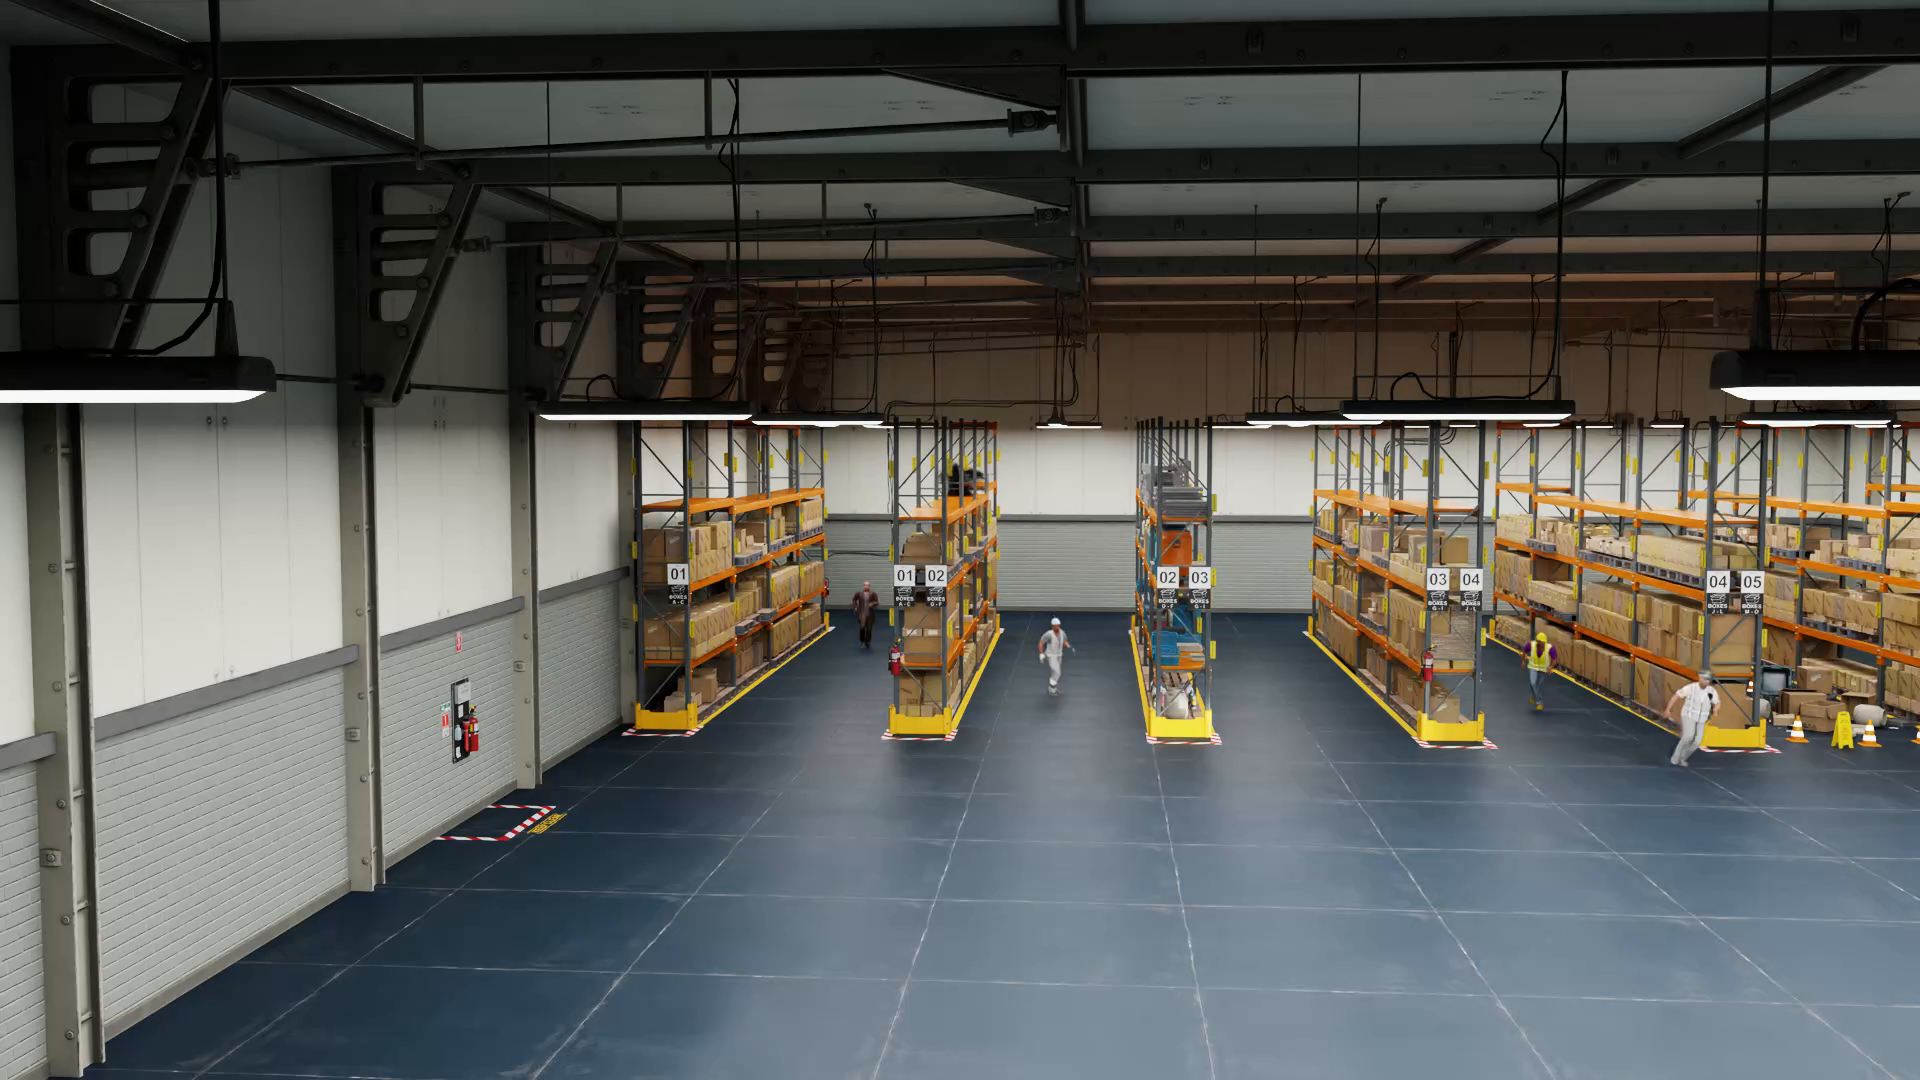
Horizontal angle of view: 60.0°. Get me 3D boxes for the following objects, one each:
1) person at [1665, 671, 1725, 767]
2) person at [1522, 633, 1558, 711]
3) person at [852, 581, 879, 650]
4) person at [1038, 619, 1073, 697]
[{"bbox_3d":[12.601,3.061,28.338,0.853,1.685,0.687,-1,4,-8],"label":"person"},{"bbox_3d":[11.934,2.677,34.255,0.701,1.609,1.127,1,4,15],"label":"person"},{"bbox_3d":[-2.470,2.033,43.721,0.681,1.736,0.801,-1,4,-8],"label":"person"},{"bbox_3d":[2.081,2.551,35.930,0.682,1.737,0.837,-3,5,-42],"label":"person"}]
